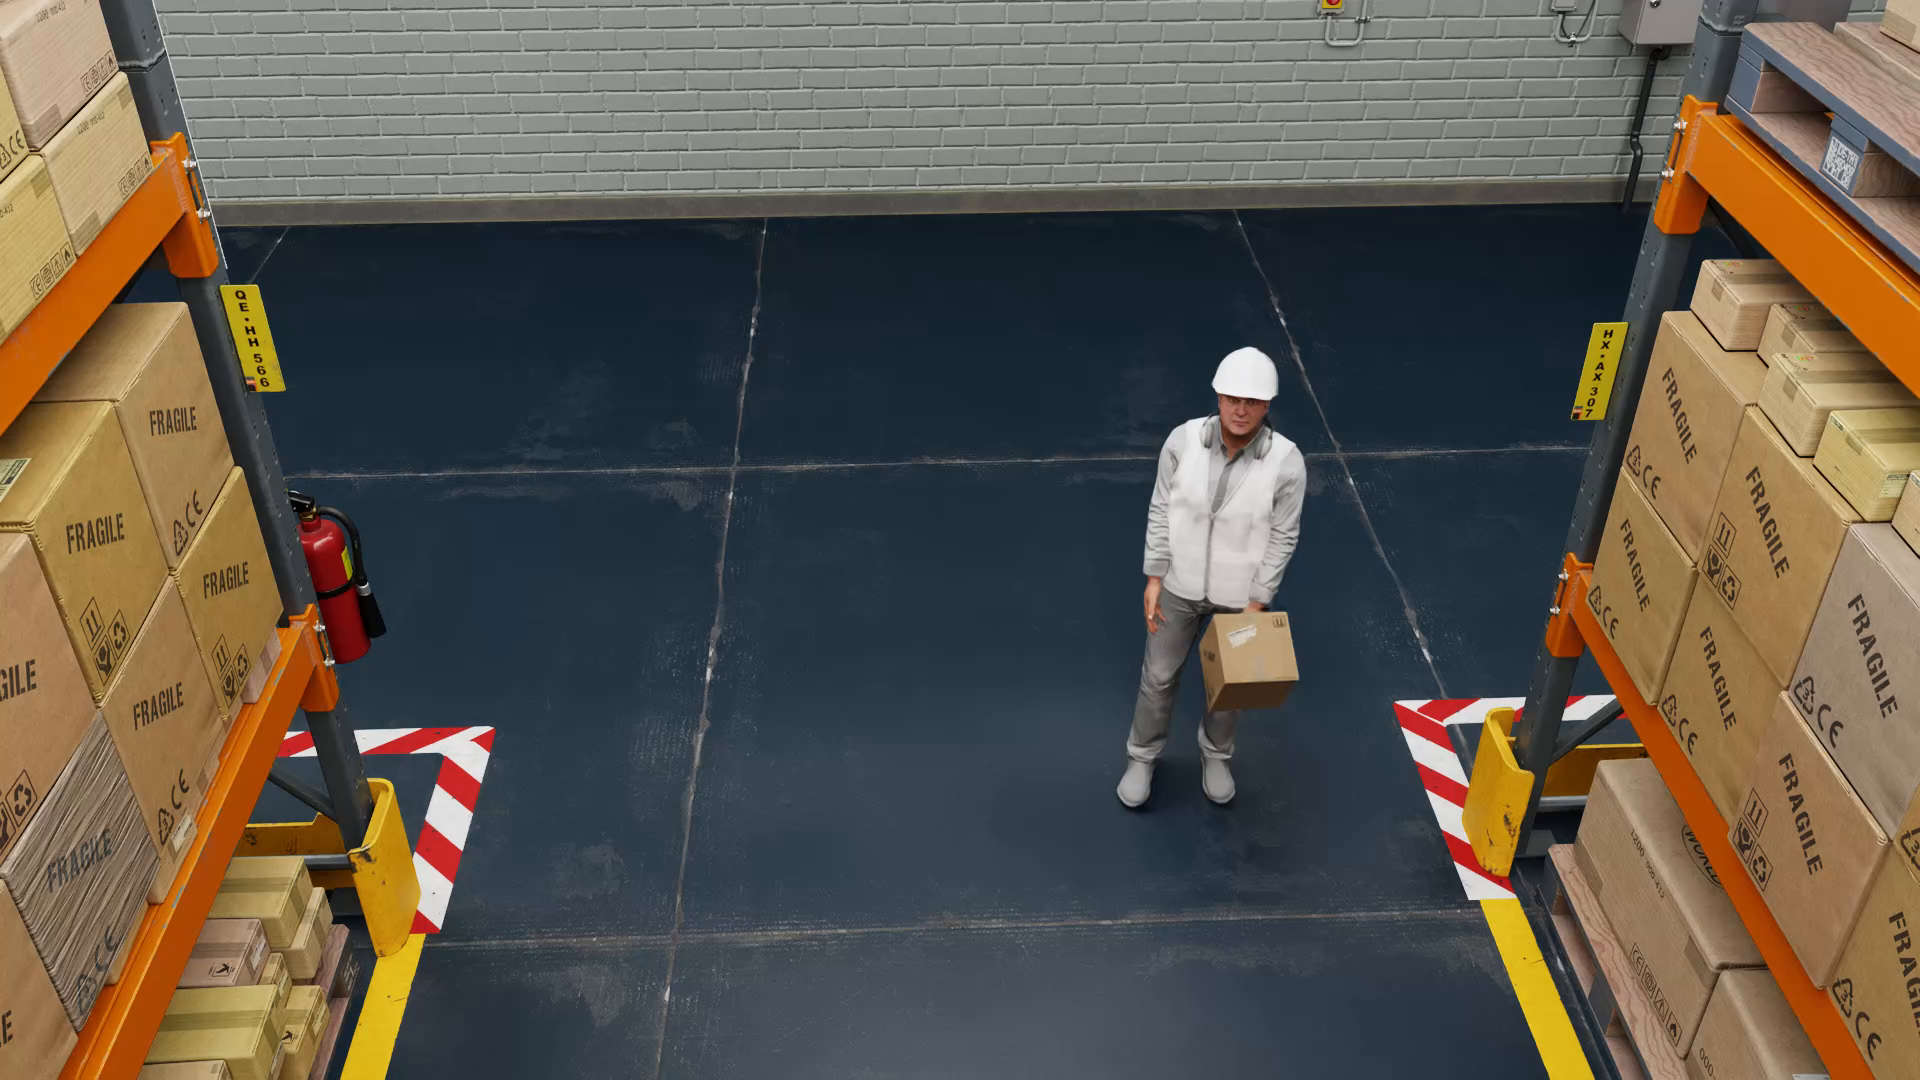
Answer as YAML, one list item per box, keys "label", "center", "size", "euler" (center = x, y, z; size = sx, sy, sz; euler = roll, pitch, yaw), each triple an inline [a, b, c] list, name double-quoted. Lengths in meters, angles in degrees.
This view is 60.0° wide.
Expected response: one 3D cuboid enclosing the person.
- label: "person"
  center: [0.896, 0.182, 5.855]
  size: [0.526, 1.775, 0.523]
  euler: [11, 37, 16]
